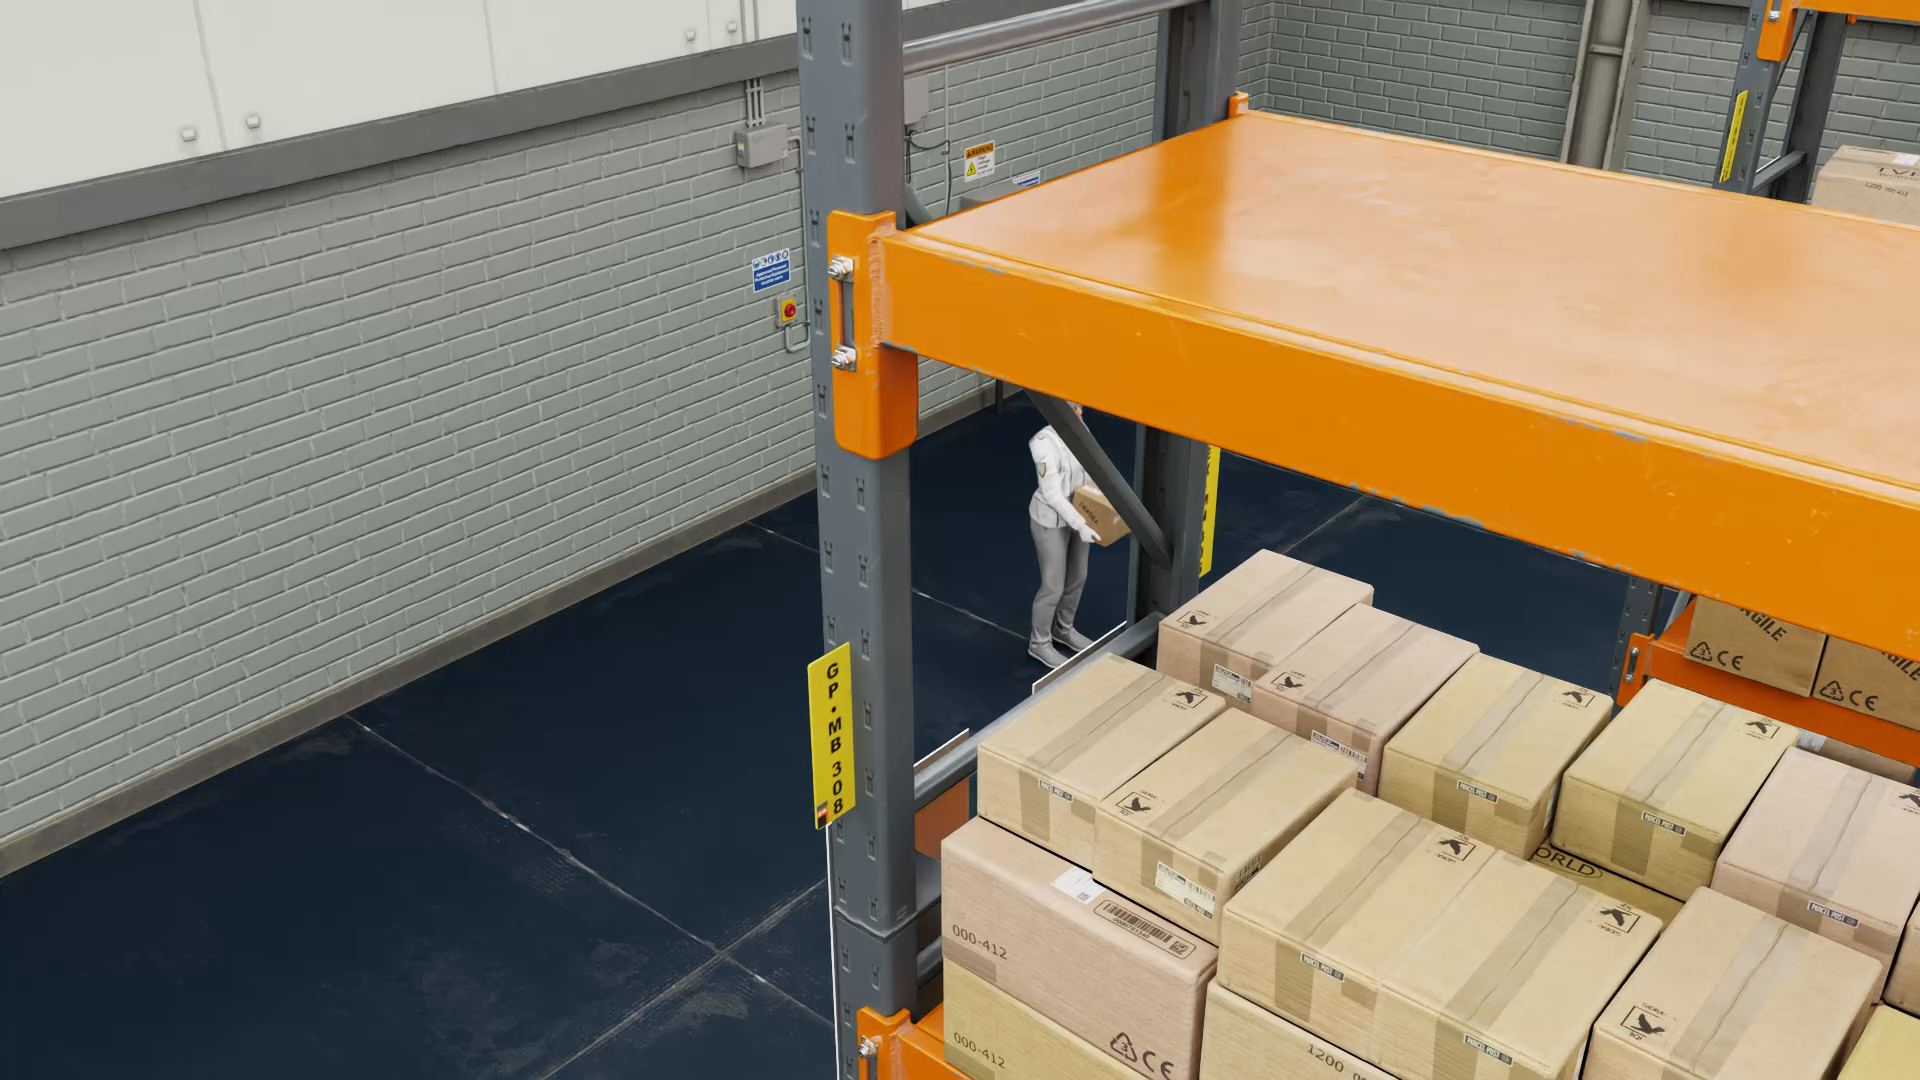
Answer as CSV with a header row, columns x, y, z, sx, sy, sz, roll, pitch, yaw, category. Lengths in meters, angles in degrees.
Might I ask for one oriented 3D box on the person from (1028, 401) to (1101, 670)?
x,y,z,sx,sy,sz,roll,pitch,yaw,category
0.632,-0.080,9.157,0.535,1.691,0.453,21,34,34,person
